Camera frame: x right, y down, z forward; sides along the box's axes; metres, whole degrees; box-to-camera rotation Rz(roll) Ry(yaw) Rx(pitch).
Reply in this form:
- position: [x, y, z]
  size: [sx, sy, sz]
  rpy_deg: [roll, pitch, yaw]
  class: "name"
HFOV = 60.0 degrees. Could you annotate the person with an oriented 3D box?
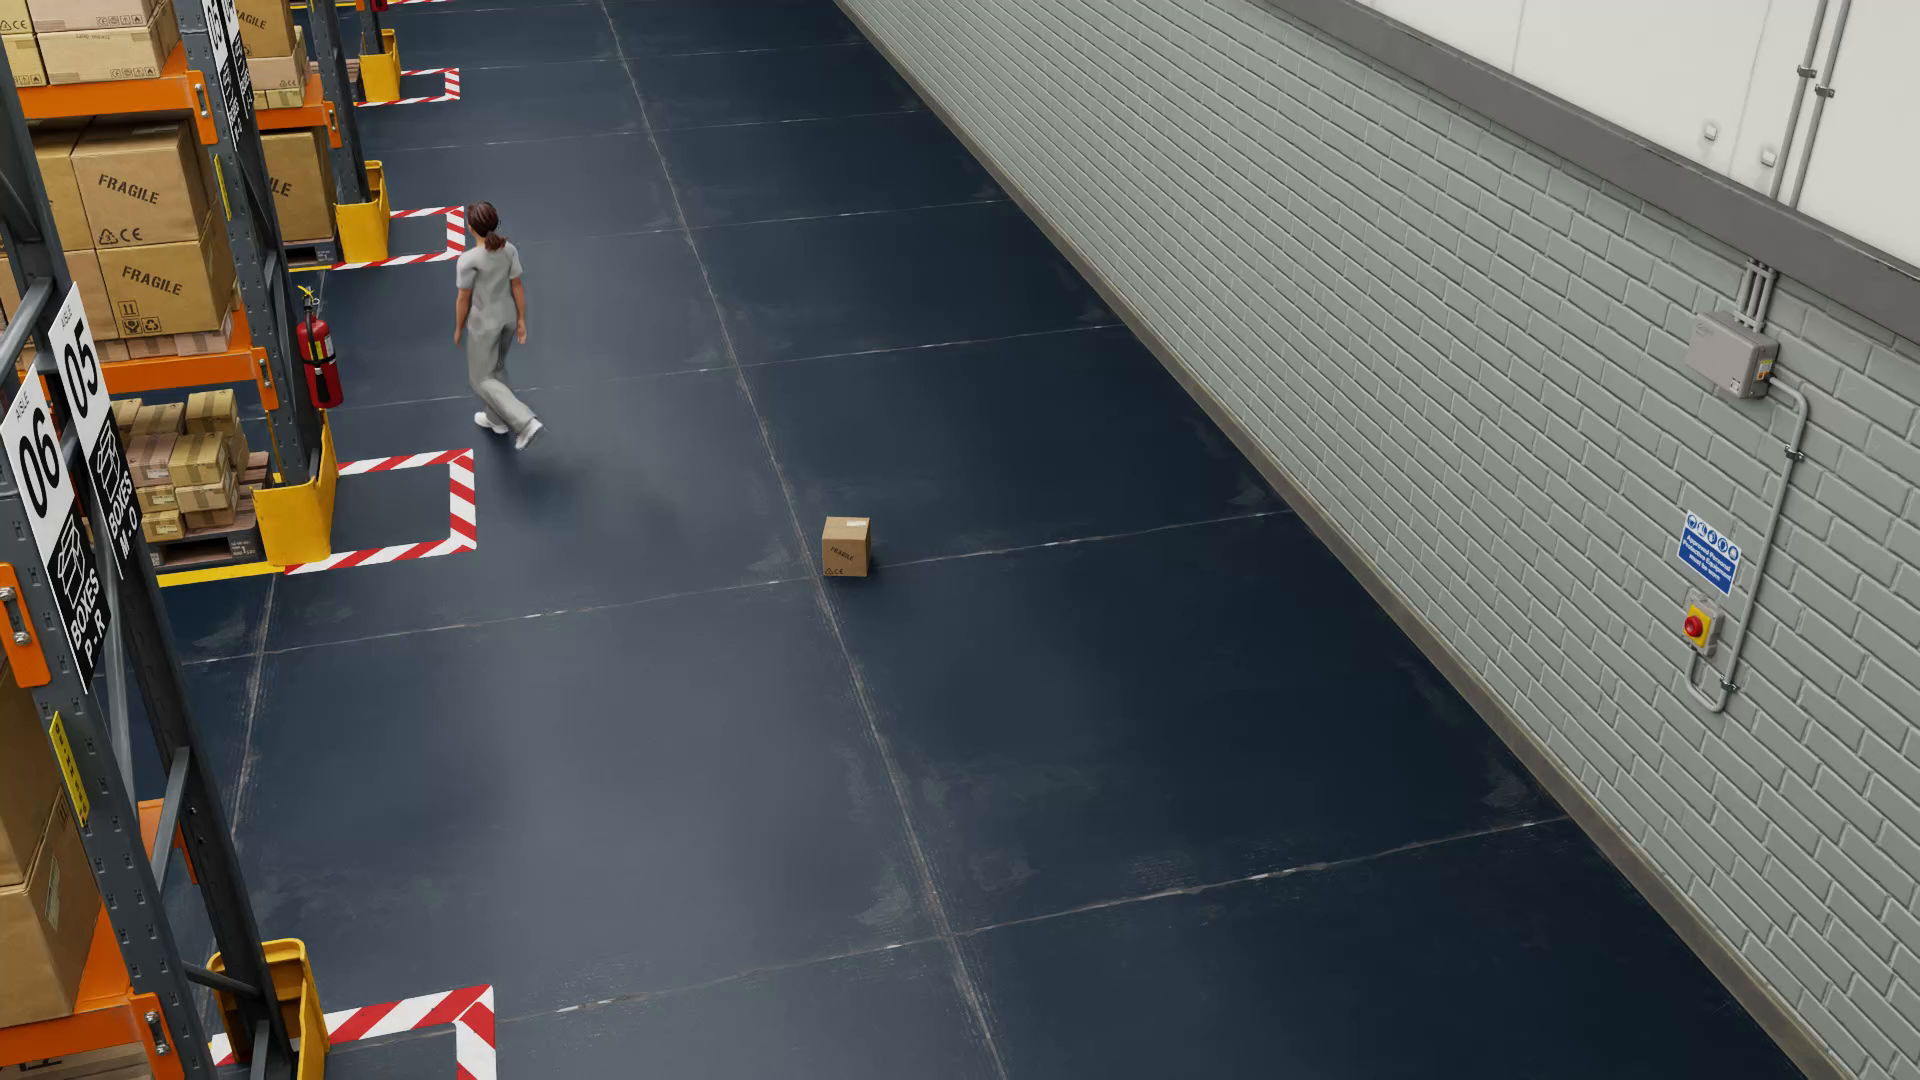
- position: [-2.949, -1.359, 10.537]
  size: [0.846, 1.639, 0.442]
  rpy_deg: [20, 36, 31]
  class: "person"
